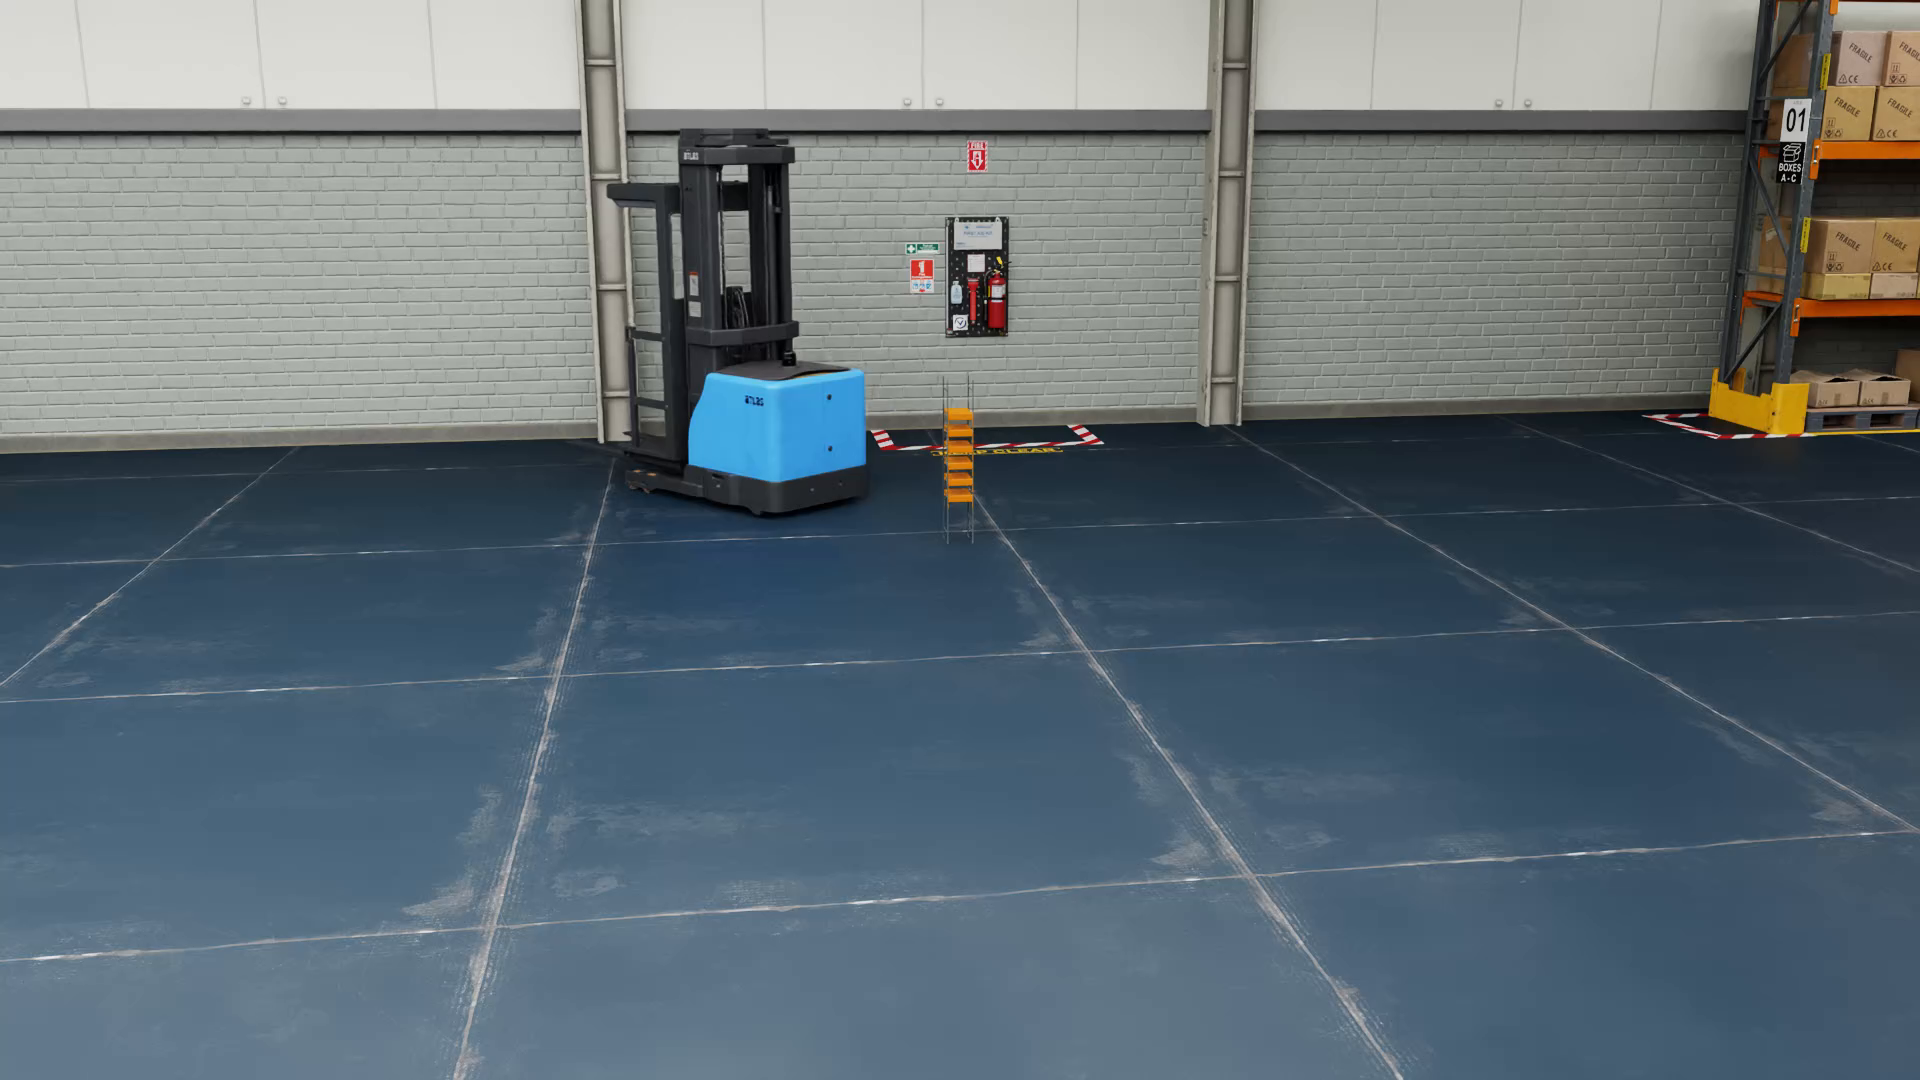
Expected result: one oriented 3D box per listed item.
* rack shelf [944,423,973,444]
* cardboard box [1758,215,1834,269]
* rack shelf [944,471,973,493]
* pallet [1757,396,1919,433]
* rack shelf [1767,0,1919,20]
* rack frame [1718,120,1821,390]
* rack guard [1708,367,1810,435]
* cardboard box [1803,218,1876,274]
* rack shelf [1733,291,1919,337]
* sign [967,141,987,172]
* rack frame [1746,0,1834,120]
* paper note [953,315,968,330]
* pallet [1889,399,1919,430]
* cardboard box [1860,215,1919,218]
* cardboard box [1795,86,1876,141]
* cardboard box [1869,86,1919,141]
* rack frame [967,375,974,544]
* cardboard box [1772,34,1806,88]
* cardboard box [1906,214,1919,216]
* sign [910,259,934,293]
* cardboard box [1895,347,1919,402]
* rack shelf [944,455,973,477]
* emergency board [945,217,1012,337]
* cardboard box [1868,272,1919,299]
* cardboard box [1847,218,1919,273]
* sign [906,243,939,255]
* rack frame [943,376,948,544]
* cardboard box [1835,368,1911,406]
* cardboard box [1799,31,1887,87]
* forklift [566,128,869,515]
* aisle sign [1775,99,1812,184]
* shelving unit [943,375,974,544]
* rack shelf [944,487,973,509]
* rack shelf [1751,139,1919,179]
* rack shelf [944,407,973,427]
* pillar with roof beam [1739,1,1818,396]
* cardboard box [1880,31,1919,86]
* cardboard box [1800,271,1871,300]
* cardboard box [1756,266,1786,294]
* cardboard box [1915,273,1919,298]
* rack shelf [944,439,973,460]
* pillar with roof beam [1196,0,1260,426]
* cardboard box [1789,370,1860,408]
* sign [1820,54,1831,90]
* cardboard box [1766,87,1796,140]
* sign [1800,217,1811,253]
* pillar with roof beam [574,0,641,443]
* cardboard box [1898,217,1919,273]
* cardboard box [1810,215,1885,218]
[{"bbox_3d":[-0.014,-0.771,12.026,0.180,0.103,0.258,-2,14,-8],"label":"rack shelf"},{"bbox_3d":[8.443,-3.000,16.742,0.500,0.500,0.500,-2,14,-9],"label":"cardboard box"},{"bbox_3d":[-0.014,-0.422,12.114,0.180,0.103,0.258,-2,14,-8],"label":"rack shelf"},{"bbox_3d":[8.892,-1.302,16.979,1.213,0.211,1.003,-2,14,-8],"label":"pallet"},{"bbox_3d":[9.986,-5.262,16.192,4.000,0.370,1.077,-2,14,-8],"label":"rack shelf"},{"bbox_3d":[8.009,-2.631,16.545,0.127,3.000,1.000,-2,14,-8],"label":"rack frame"},{"bbox_3d":[8.084,-1.421,16.860,0.348,0.500,1.175,-2,14,-8],"label":"rack guard"},{"bbox_3d":[8.526,-2.876,16.250,0.500,0.500,0.500,-2,14,-8],"label":"cardboard box"},{"bbox_3d":[9.986,-2.354,16.922,4.000,0.370,1.077,-2,14,-8],"label":"rack shelf"},{"bbox_3d":[0.167,-3.714,16.101,0.199,0.298,0.001,-2,14,-8],"label":"sign"},{"bbox_3d":[8.009,-5.541,15.815,0.127,3.000,1.000,-2,14,-8],"label":"rack frame"},{"bbox_3d":[0.004,-2.149,16.436,0.142,0.148,0.016,-2,14,-8],"label":"paper note"},{"bbox_3d":[10.096,-1.345,17.152,1.213,0.211,1.003,-2,14,-8],"label":"pallet"},{"bbox_3d":[9.453,-3.035,16.884,0.500,0.500,0.500,-2,14,-10],"label":"cardboard box"},{"bbox_3d":[8.377,-4.096,15.974,0.500,0.500,0.500,-2,14,-7],"label":"cardboard box"},{"bbox_3d":[8.913,-4.107,16.017,0.500,0.500,0.500,-1,14,-5],"label":"cardboard box"},{"bbox_3d":[0.076,-0.585,12.087,0.006,1.200,0.240,-2,14,-8],"label":"rack frame"},{"bbox_3d":[8.396,-4.707,16.357,0.500,0.500,0.500,-1,14,-6],"label":"cardboard box"},{"bbox_3d":[9.951,-3.053,16.957,0.500,0.500,0.500,-2,14,-8],"label":"cardboard box"},{"bbox_3d":[-0.372,-2.588,16.303,0.234,0.329,0.001,-2,14,-8],"label":"sign"},{"bbox_3d":[10.003,-1.670,16.950,0.500,0.500,0.700,-3,14,-12],"label":"cardboard box"},{"bbox_3d":[-0.014,-0.538,12.085,0.180,0.103,0.258,-2,14,-8],"label":"rack shelf"},{"bbox_3d":[0.190,-2.566,16.288,0.643,1.169,0.194,-2,14,-8],"label":"emergency board"},{"bbox_3d":[9.050,-2.531,16.416,0.500,0.250,0.500,-3,14,-10],"label":"cardboard box"},{"bbox_3d":[9.016,-2.892,16.312,0.500,0.500,0.500,-2,14,-8],"label":"cardboard box"},{"bbox_3d":[-0.367,-2.843,16.231,0.331,0.109,0.001,-2,14,-8],"label":"sign"},{"bbox_3d":[-0.105,-0.578,12.061,0.006,1.200,0.240,-2,14,-8],"label":"rack frame"},{"bbox_3d":[9.270,-1.564,16.915,0.500,0.311,0.500,-1,14,-4],"label":"cardboard box"},{"bbox_3d":[8.426,-4.584,15.867,0.500,0.500,0.500,-3,14,-12],"label":"cardboard box"},{"bbox_3d":[-2.166,-1.893,13.744,3.031,2.935,1.130,13,19,41],"label":"forklift"},{"bbox_3d":[7.982,-3.817,15.931,0.004,0.787,0.394,-2,14,-8],"label":"aisle sign"},{"bbox_3d":[-0.014,-0.581,12.074,0.189,1.200,0.258,-2,14,-8],"label":"shelving unit"},{"bbox_3d":[-0.014,-0.306,12.143,0.180,0.103,0.258,-2,14,-8],"label":"rack shelf"},{"bbox_3d":[9.986,-3.809,16.557,4.000,0.370,1.077,-2,14,-8],"label":"rack shelf"},{"bbox_3d":[-0.014,-0.888,11.997,0.180,0.103,0.258,-2,14,-8],"label":"rack shelf"},{"bbox_3d":[9.213,-4.738,12.617,0.400,9.000,9.100,-2,14,-8],"label":"pillar with roof beam"},{"bbox_3d":[8.929,-4.590,15.891,0.500,0.500,0.500,-2,14,-9],"label":"cardboard box"},{"bbox_3d":[8.539,-2.509,16.327,0.500,0.250,0.500,-3,14,-10],"label":"cardboard box"},{"bbox_3d":[8.442,-2.631,16.814,0.500,0.250,0.500,-2,14,-7],"label":"cardboard box"},{"bbox_3d":[9.555,-2.548,16.483,0.500,0.250,0.500,-2,14,-9],"label":"cardboard box"},{"bbox_3d":[-0.014,-0.655,12.055,0.180,0.103,0.258,-2,14,-8],"label":"rack shelf"},{"bbox_3d":[3.280,-4.521,11.750,0.400,9.000,9.100,-2,14,-8],"label":"pillar with roof beam"},{"bbox_3d":[8.706,-1.543,16.832,0.500,0.311,0.500,-4,15,-15],"label":"cardboard box"},{"bbox_3d":[8.090,-4.379,15.553,0.005,0.325,0.100,-2,14,-8],"label":"sign"},{"bbox_3d":[8.384,-4.220,16.469,0.500,0.500,0.500,-1,14,-4],"label":"cardboard box"},{"bbox_3d":[8.090,-2.920,15.919,0.005,0.325,0.100,-2,14,-8],"label":"sign"},{"bbox_3d":[-2.653,-4.304,10.883,0.400,9.000,9.100,-2,14,-8],"label":"pillar with roof beam"},{"bbox_3d":[9.528,-2.909,16.381,0.500,0.500,0.500,-3,14,-10],"label":"cardboard box"},{"bbox_3d":[8.942,-3.015,16.805,0.500,0.500,0.500,-2,14,-8],"label":"cardboard box"}]
